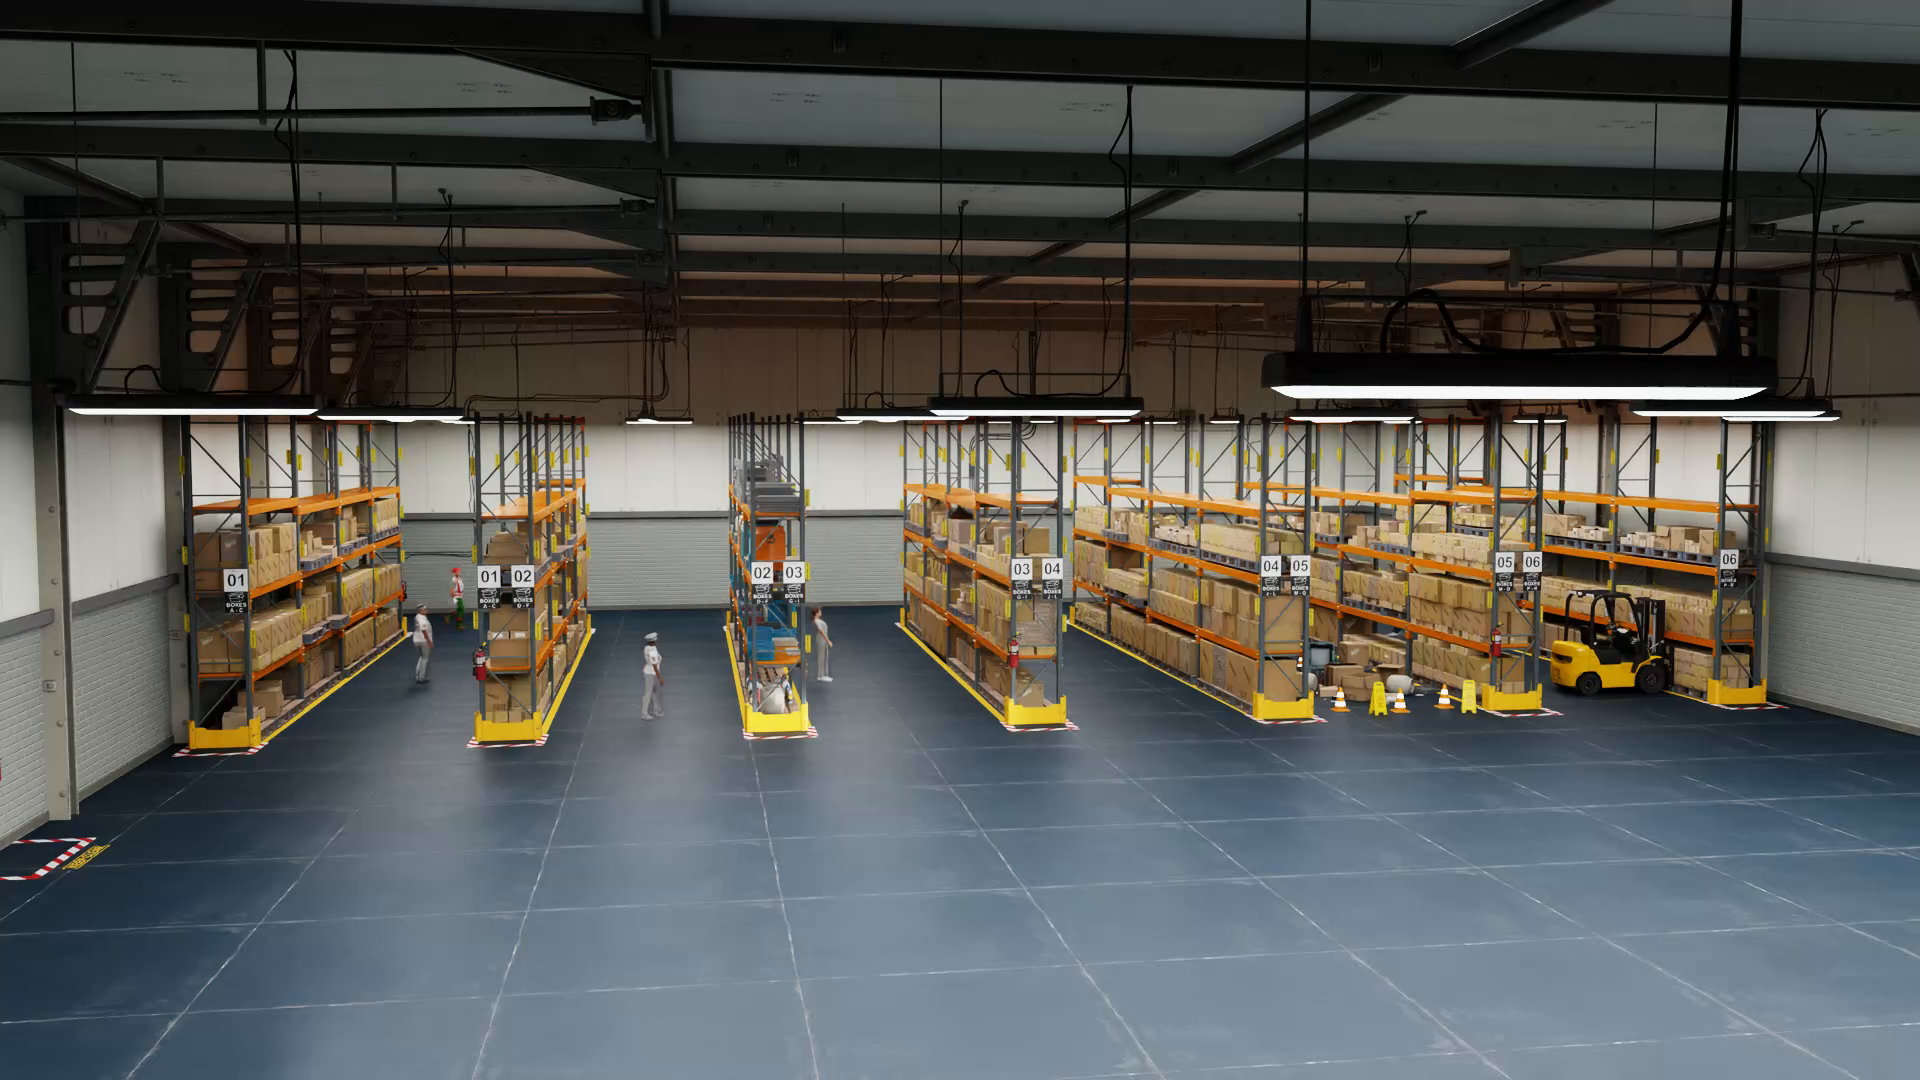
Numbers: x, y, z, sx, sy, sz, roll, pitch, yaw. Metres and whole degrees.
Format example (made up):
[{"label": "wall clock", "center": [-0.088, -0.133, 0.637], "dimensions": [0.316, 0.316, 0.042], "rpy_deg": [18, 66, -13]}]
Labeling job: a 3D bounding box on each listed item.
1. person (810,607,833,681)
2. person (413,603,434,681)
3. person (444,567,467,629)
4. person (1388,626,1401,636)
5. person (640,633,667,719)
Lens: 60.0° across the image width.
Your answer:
[{"label": "person", "center": [-3.067, 2.328, 37.248], "dimensions": [0.556, 1.693, 0.544], "rpy_deg": [1, 4, 10]}, {"label": "person", "center": [-12.040, 2.301, 37.357], "dimensions": [0.560, 1.805, 0.484], "rpy_deg": [2, 4, 28]}, {"label": "person", "center": [-14.236, 1.638, 46.849], "dimensions": [0.655, 1.759, 0.611], "rpy_deg": [-1, 4, -7]}, {"label": "person", "center": [11.922, 1.839, 45.633], "dimensions": [0.372, 1.556, 0.458], "rpy_deg": [1, 4, 9]}, {"label": "person", "center": [-6.037, 2.673, 32.723], "dimensions": [0.512, 1.715, 0.618], "rpy_deg": [-1, 4, -8]}]
